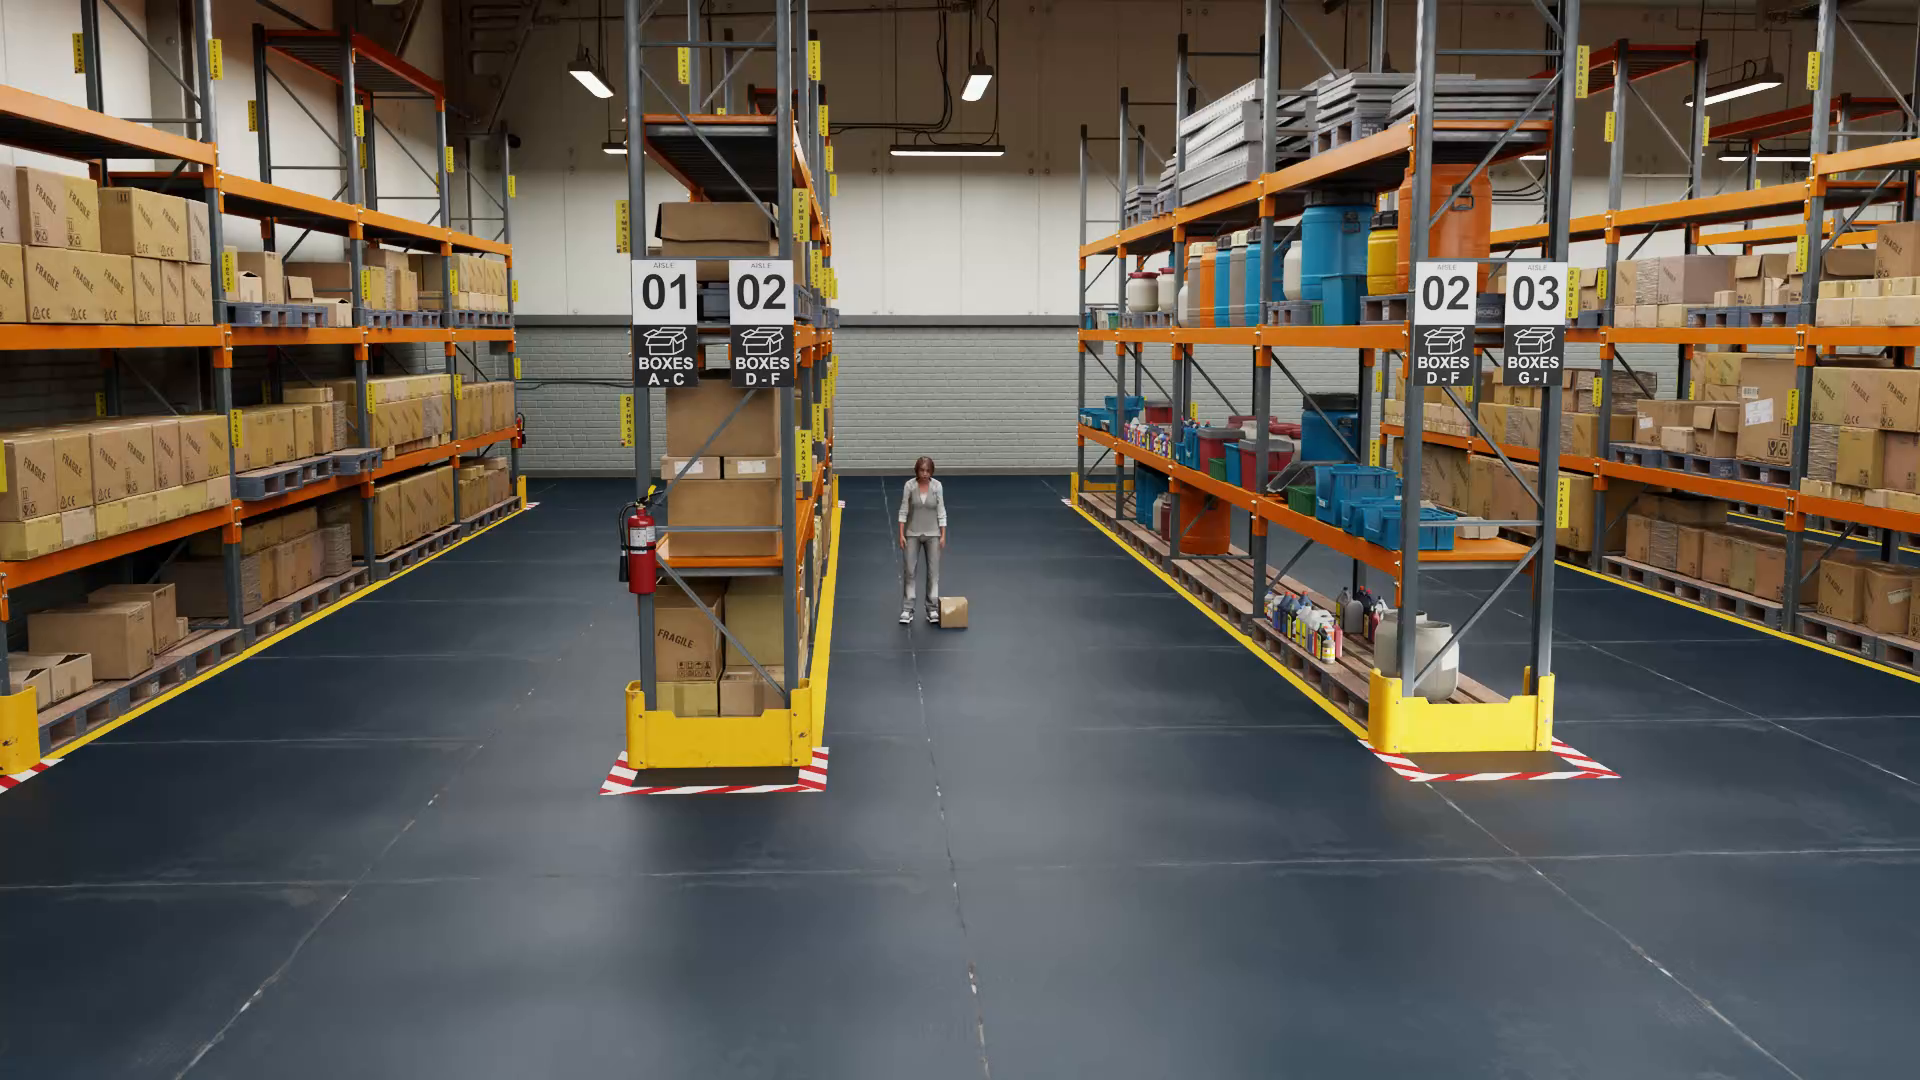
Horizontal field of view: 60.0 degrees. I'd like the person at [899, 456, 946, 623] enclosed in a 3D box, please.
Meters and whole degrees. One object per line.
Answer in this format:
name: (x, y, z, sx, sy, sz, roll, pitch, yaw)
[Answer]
person: (-0.359, -0.010, 15.893, 0.461, 1.591, 0.344, -1, 7, -5)
